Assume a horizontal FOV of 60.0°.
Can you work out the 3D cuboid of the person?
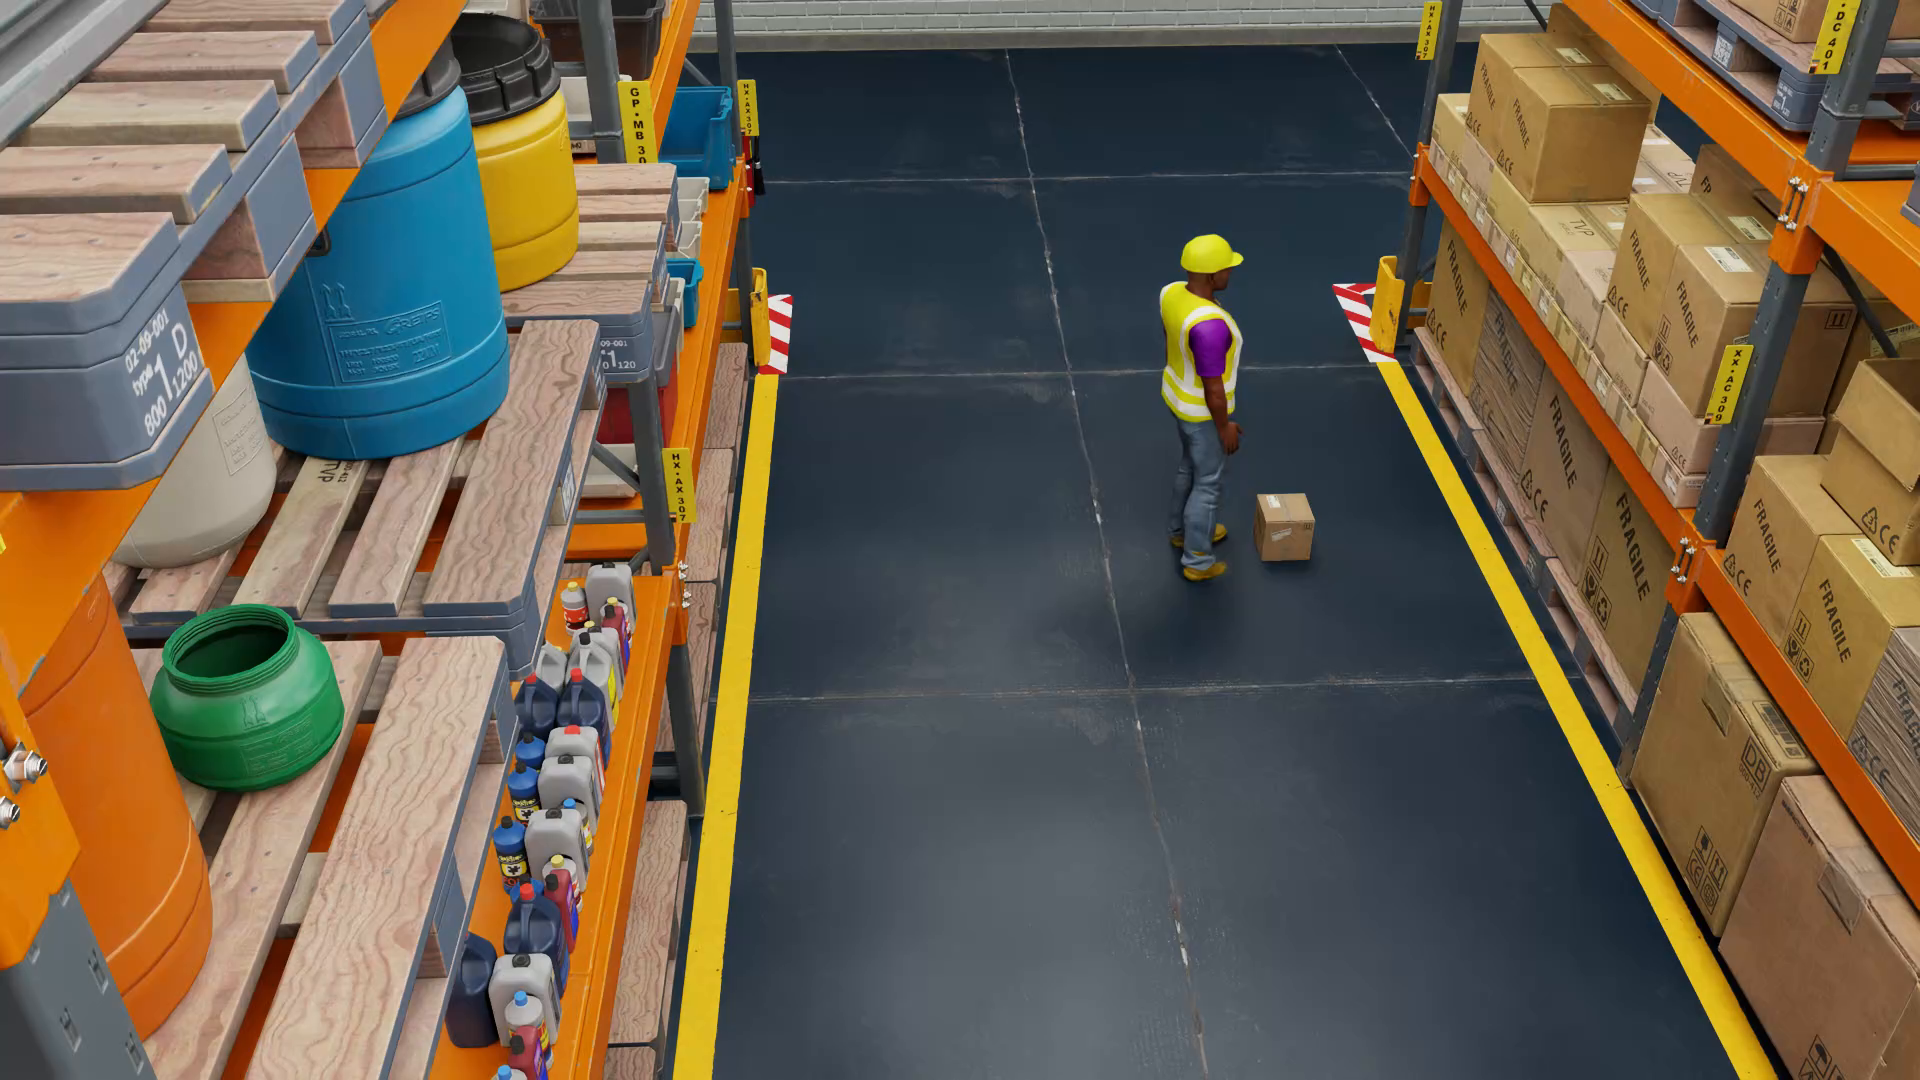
[{"bbox_3d":[1.154,-0.697,8.118,0.337,1.703,0.592,-8,36,-11],"label":"person"}]
